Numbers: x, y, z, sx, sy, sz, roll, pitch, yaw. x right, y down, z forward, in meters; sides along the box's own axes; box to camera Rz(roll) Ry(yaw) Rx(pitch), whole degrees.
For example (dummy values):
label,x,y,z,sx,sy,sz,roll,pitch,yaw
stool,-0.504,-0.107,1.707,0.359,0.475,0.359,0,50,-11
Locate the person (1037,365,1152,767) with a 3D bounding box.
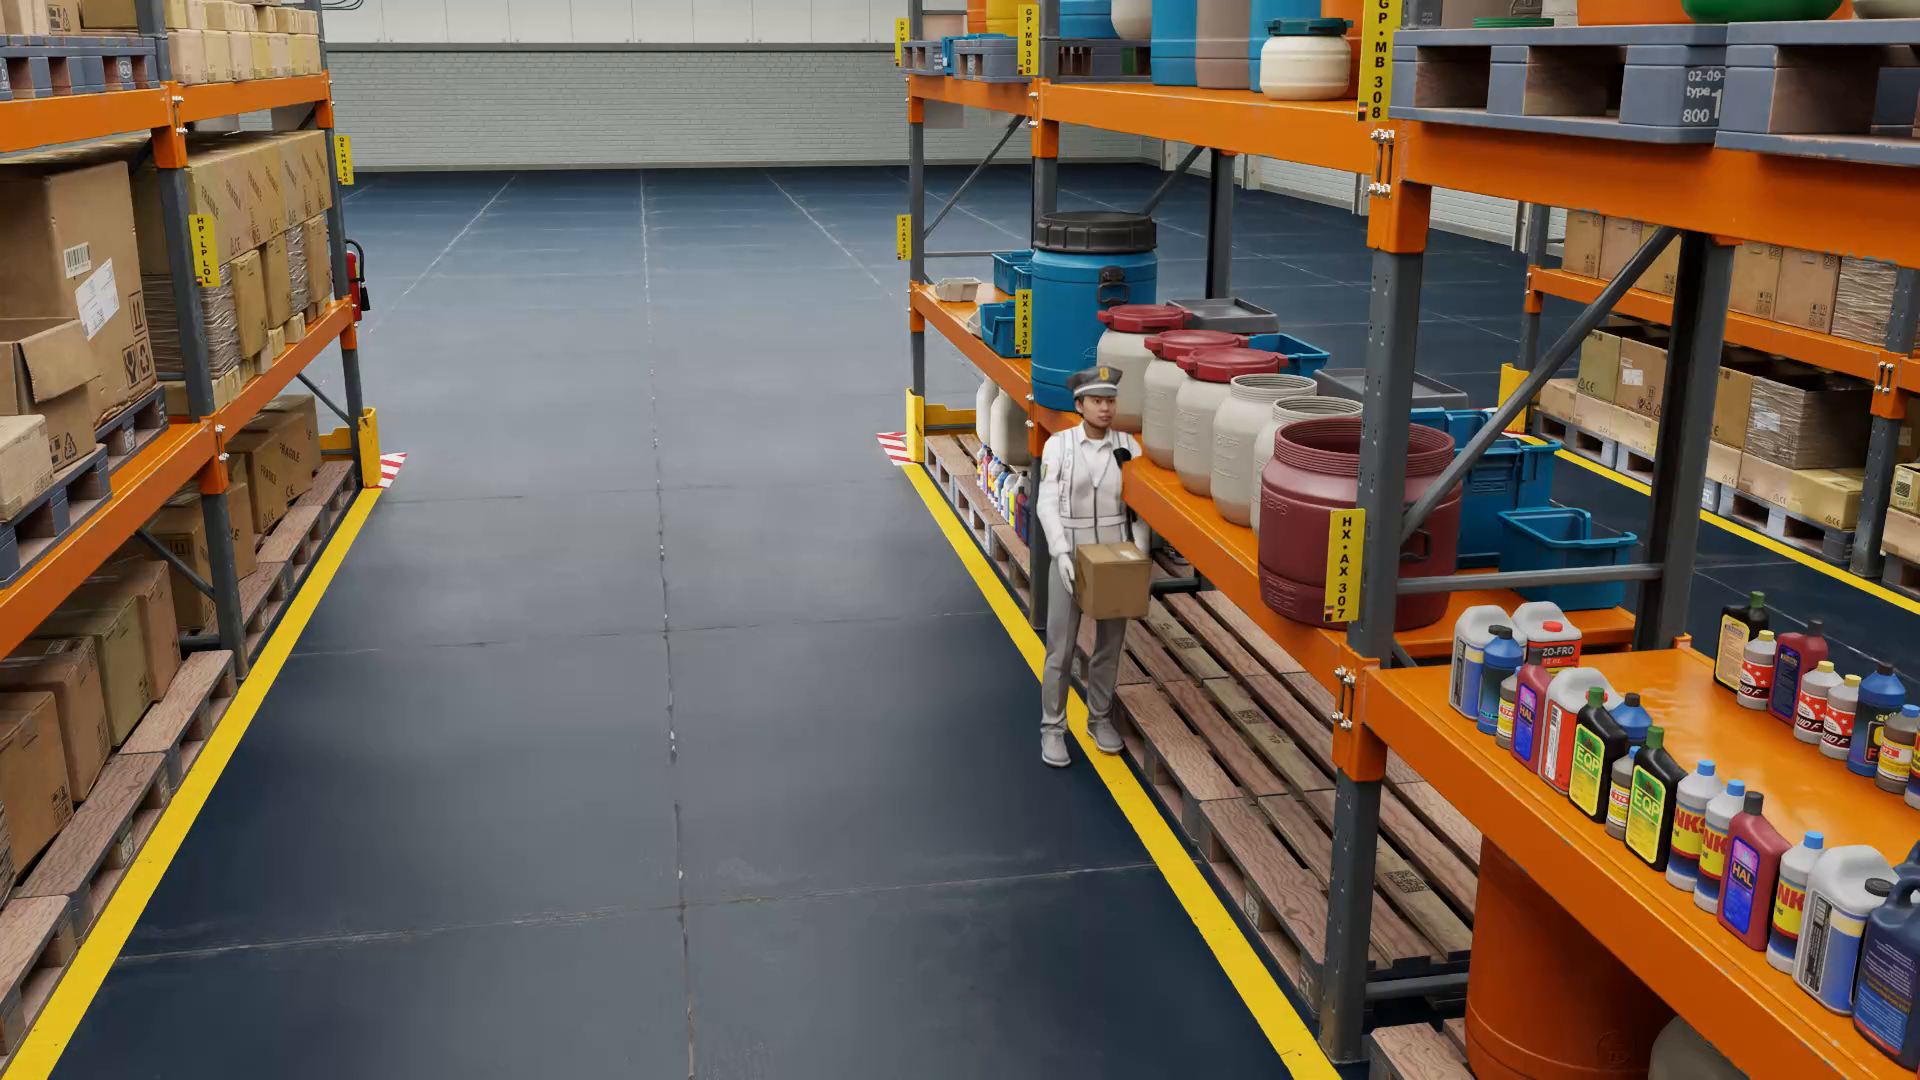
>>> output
label,x,y,z,sx,sy,sz,roll,pitch,yaw
person,0.585,0.096,7.149,0.510,1.699,0.486,-3,17,-9
